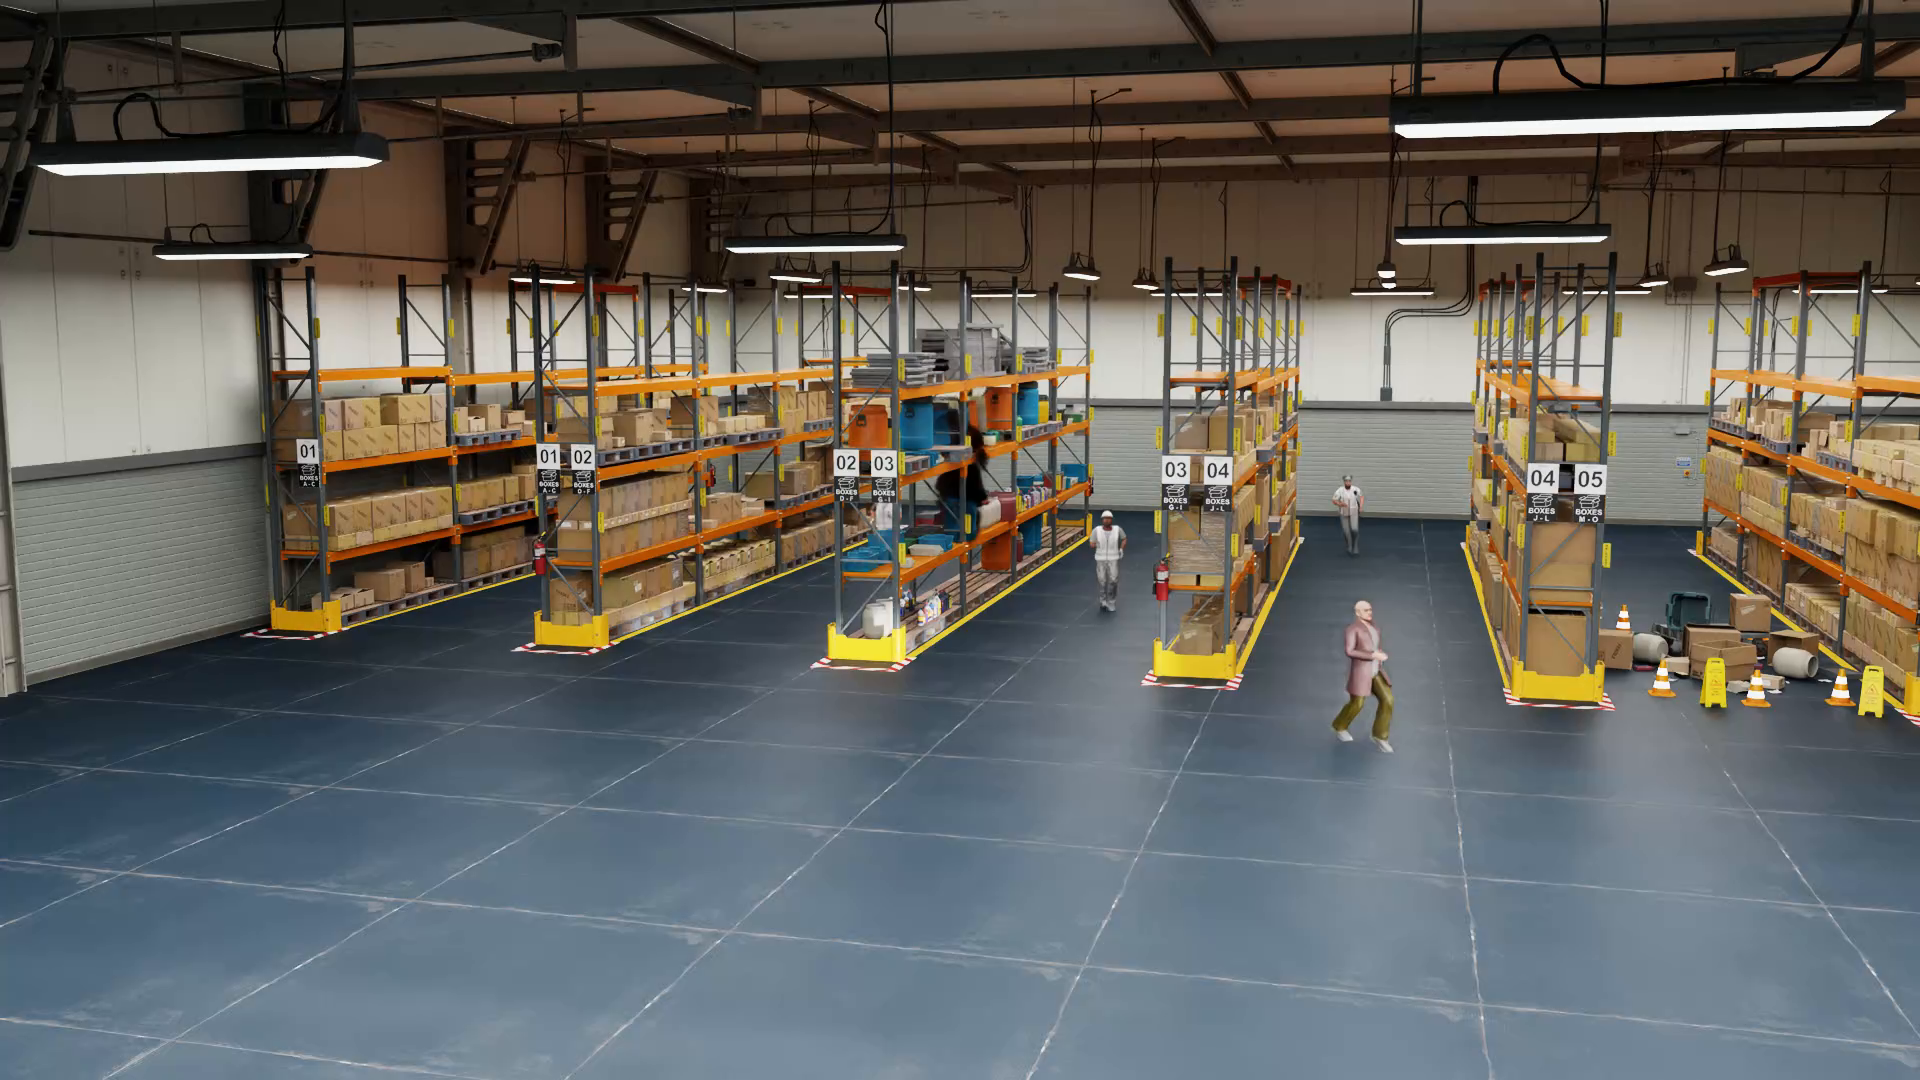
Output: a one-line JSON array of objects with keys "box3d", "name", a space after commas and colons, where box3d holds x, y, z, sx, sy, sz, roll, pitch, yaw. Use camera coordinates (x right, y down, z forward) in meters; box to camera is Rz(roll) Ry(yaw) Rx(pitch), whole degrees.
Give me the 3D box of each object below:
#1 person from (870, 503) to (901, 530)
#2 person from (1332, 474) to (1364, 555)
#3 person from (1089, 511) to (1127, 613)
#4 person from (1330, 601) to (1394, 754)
[{"box3d": [-1.519, -0.209, 33.863, 0.660, 1.785, 0.982, 1, 7, 4], "name": "person"}, {"box3d": [8.654, -0.559, 37.105, 0.685, 1.819, 0.635, 2, 7, 12], "name": "person"}, {"box3d": [2.617, 0.385, 29.521, 0.659, 1.807, 0.685, 1, 7, 7], "name": "person"}, {"box3d": [4.841, 1.627, 19.926, 0.719, 1.826, 0.865, -5, 9, -32], "name": "person"}]
